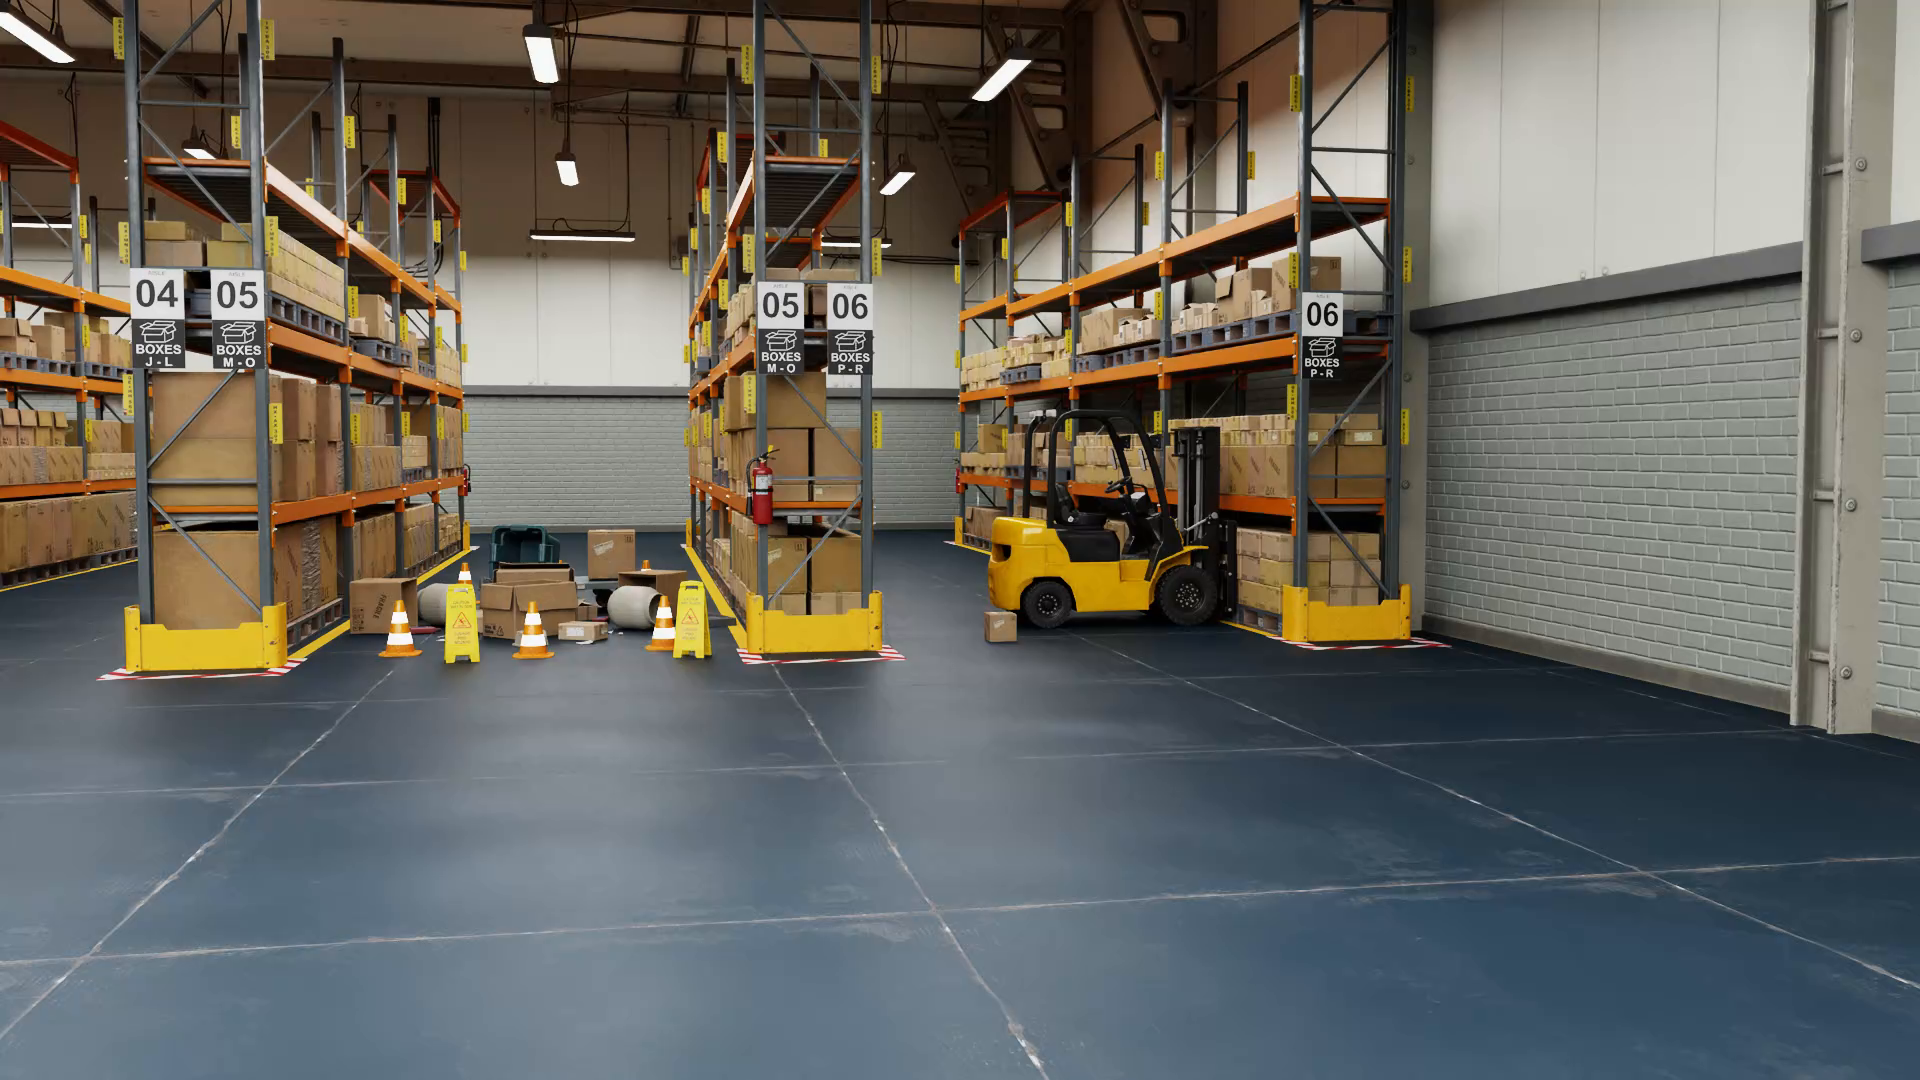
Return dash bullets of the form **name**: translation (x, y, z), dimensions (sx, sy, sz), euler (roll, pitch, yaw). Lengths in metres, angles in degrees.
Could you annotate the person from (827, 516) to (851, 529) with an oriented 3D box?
- **person**: translation (-2.032, -0.565, 27.196), dimensions (0.507, 1.644, 0.954), euler (-1, 3, -13)
